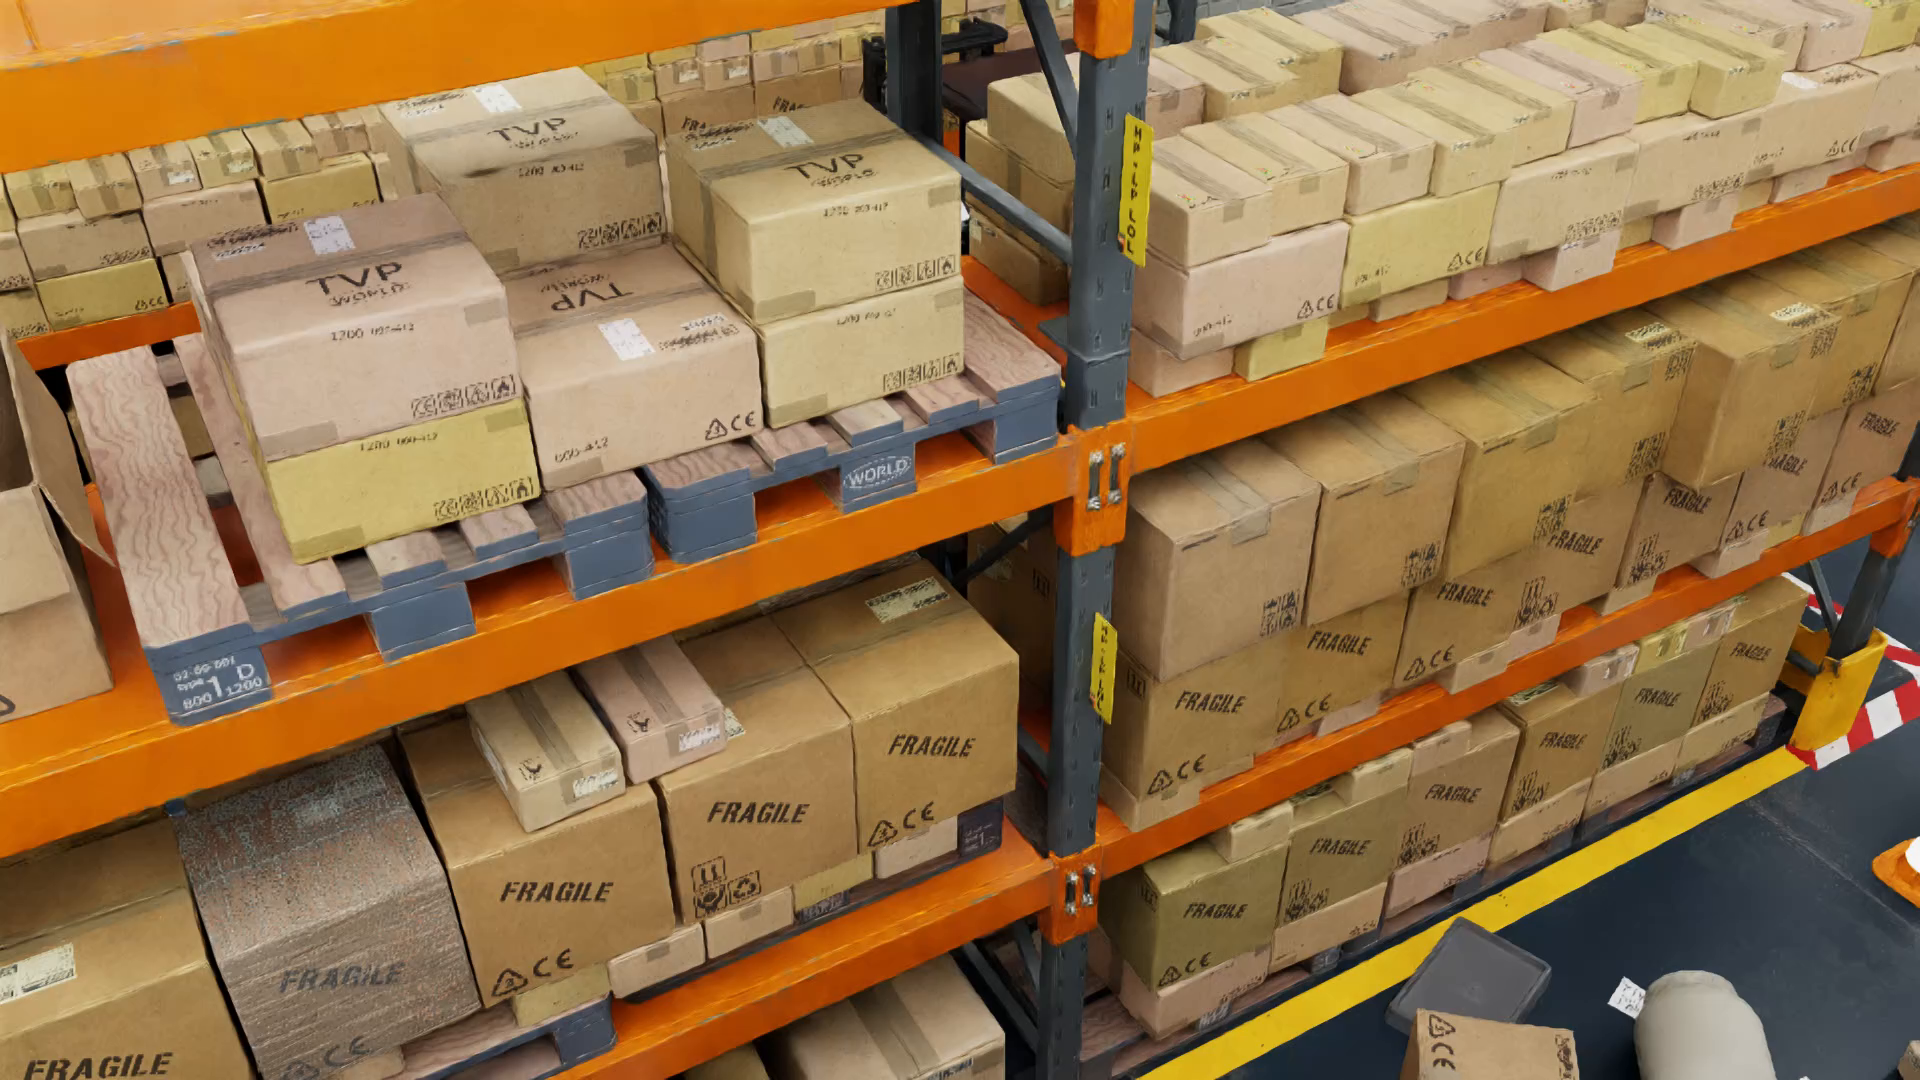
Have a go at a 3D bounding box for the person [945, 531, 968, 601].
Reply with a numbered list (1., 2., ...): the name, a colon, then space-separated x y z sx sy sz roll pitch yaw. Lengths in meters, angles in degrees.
1. person: -0.064 0.002 6.892 0.675 1.777 0.629 0 36 0
